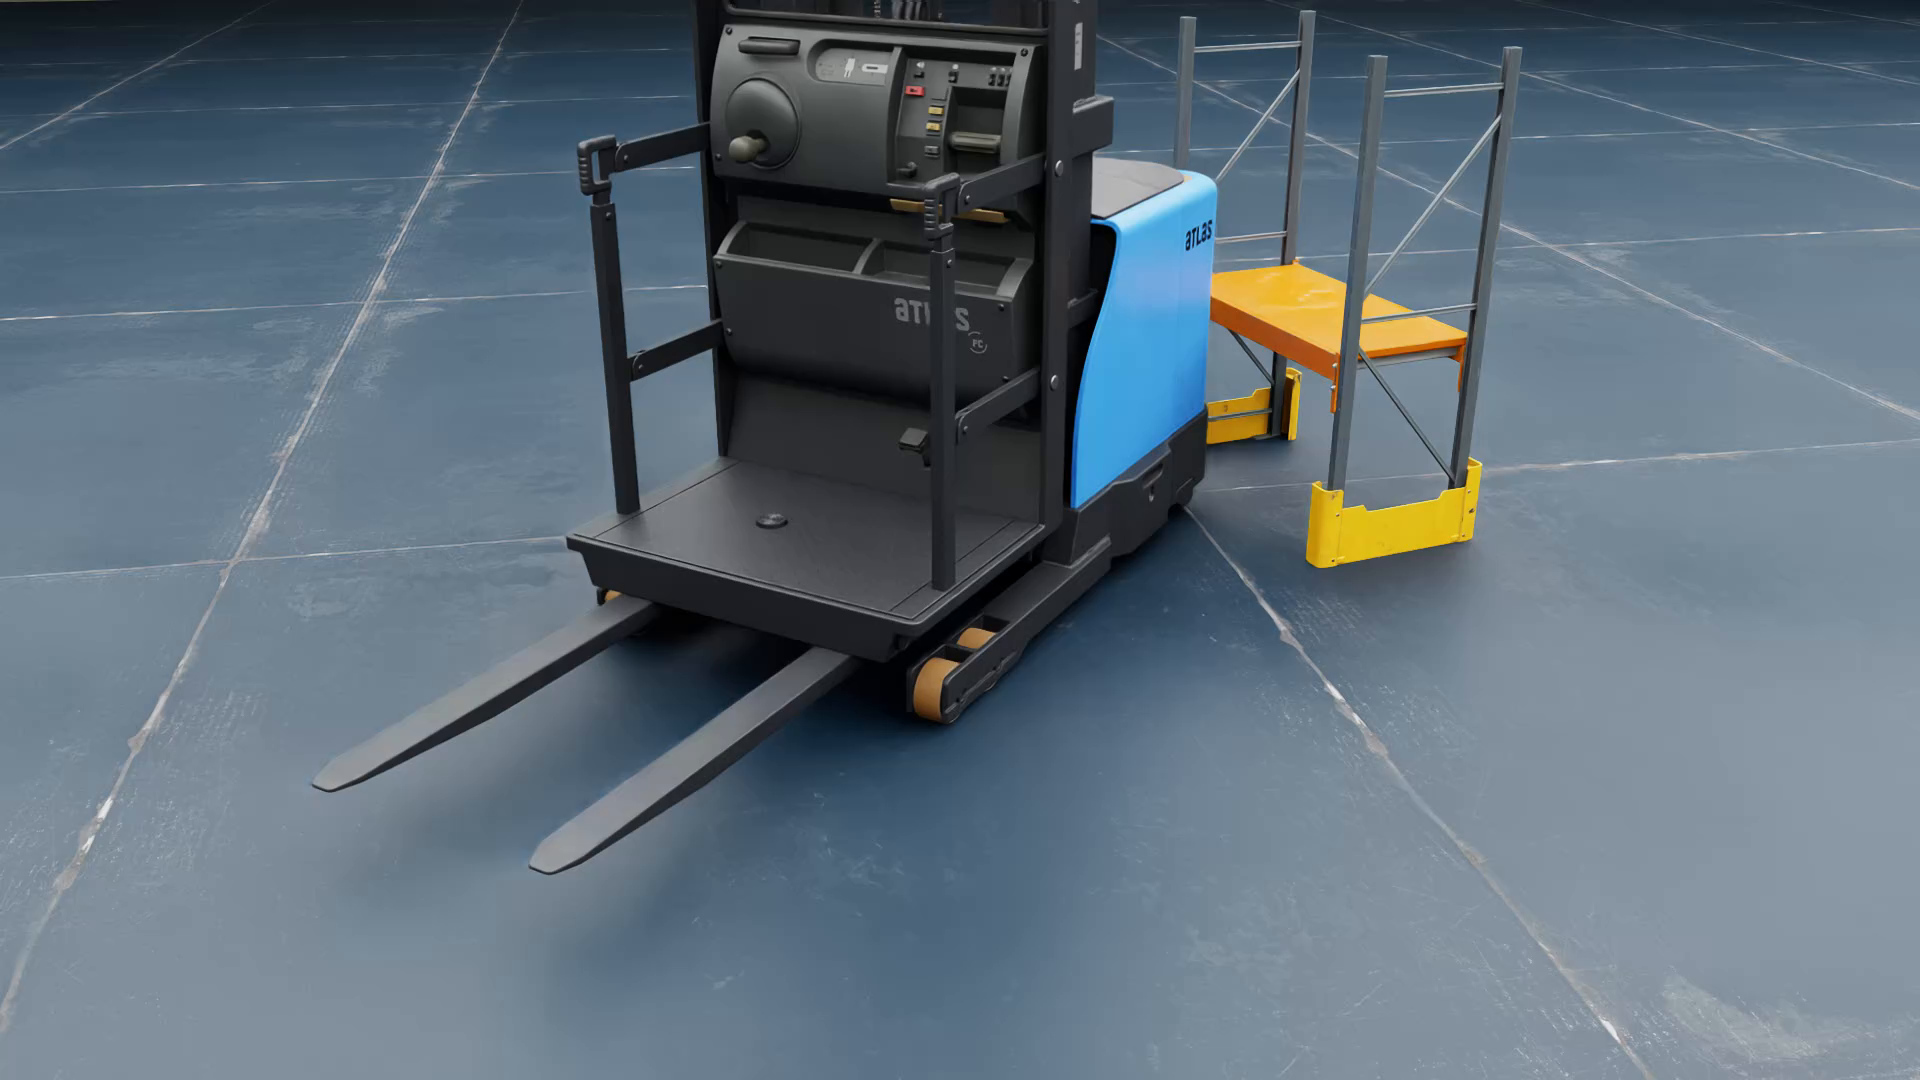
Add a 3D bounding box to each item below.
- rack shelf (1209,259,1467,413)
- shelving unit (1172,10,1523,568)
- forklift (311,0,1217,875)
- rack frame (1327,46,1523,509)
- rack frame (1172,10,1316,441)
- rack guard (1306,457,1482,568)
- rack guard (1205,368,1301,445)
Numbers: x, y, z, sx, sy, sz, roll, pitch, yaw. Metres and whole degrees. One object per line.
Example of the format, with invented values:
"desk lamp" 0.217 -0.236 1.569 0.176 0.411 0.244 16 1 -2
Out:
"rack shelf" 1.145 -0.683 5.388 0.538 0.185 1.000 -10 25 -21
"shelving unit" 1.148 -0.844 5.309 0.587 1.500 1.083 -10 25 -21
"forklift" -0.343 -1.087 4.077 1.130 2.935 3.031 13 27 27
"rack frame" 1.343 -0.660 4.888 0.500 1.500 0.032 -10 25 -21
"rack frame" 0.946 -1.035 5.745 0.500 1.500 0.032 -10 25 -21
"rack guard" 1.342 -0.088 5.139 0.587 0.250 0.087 -10 25 -21
"rack guard" 0.954 -0.455 5.979 0.587 0.250 0.087 -10 25 -21
